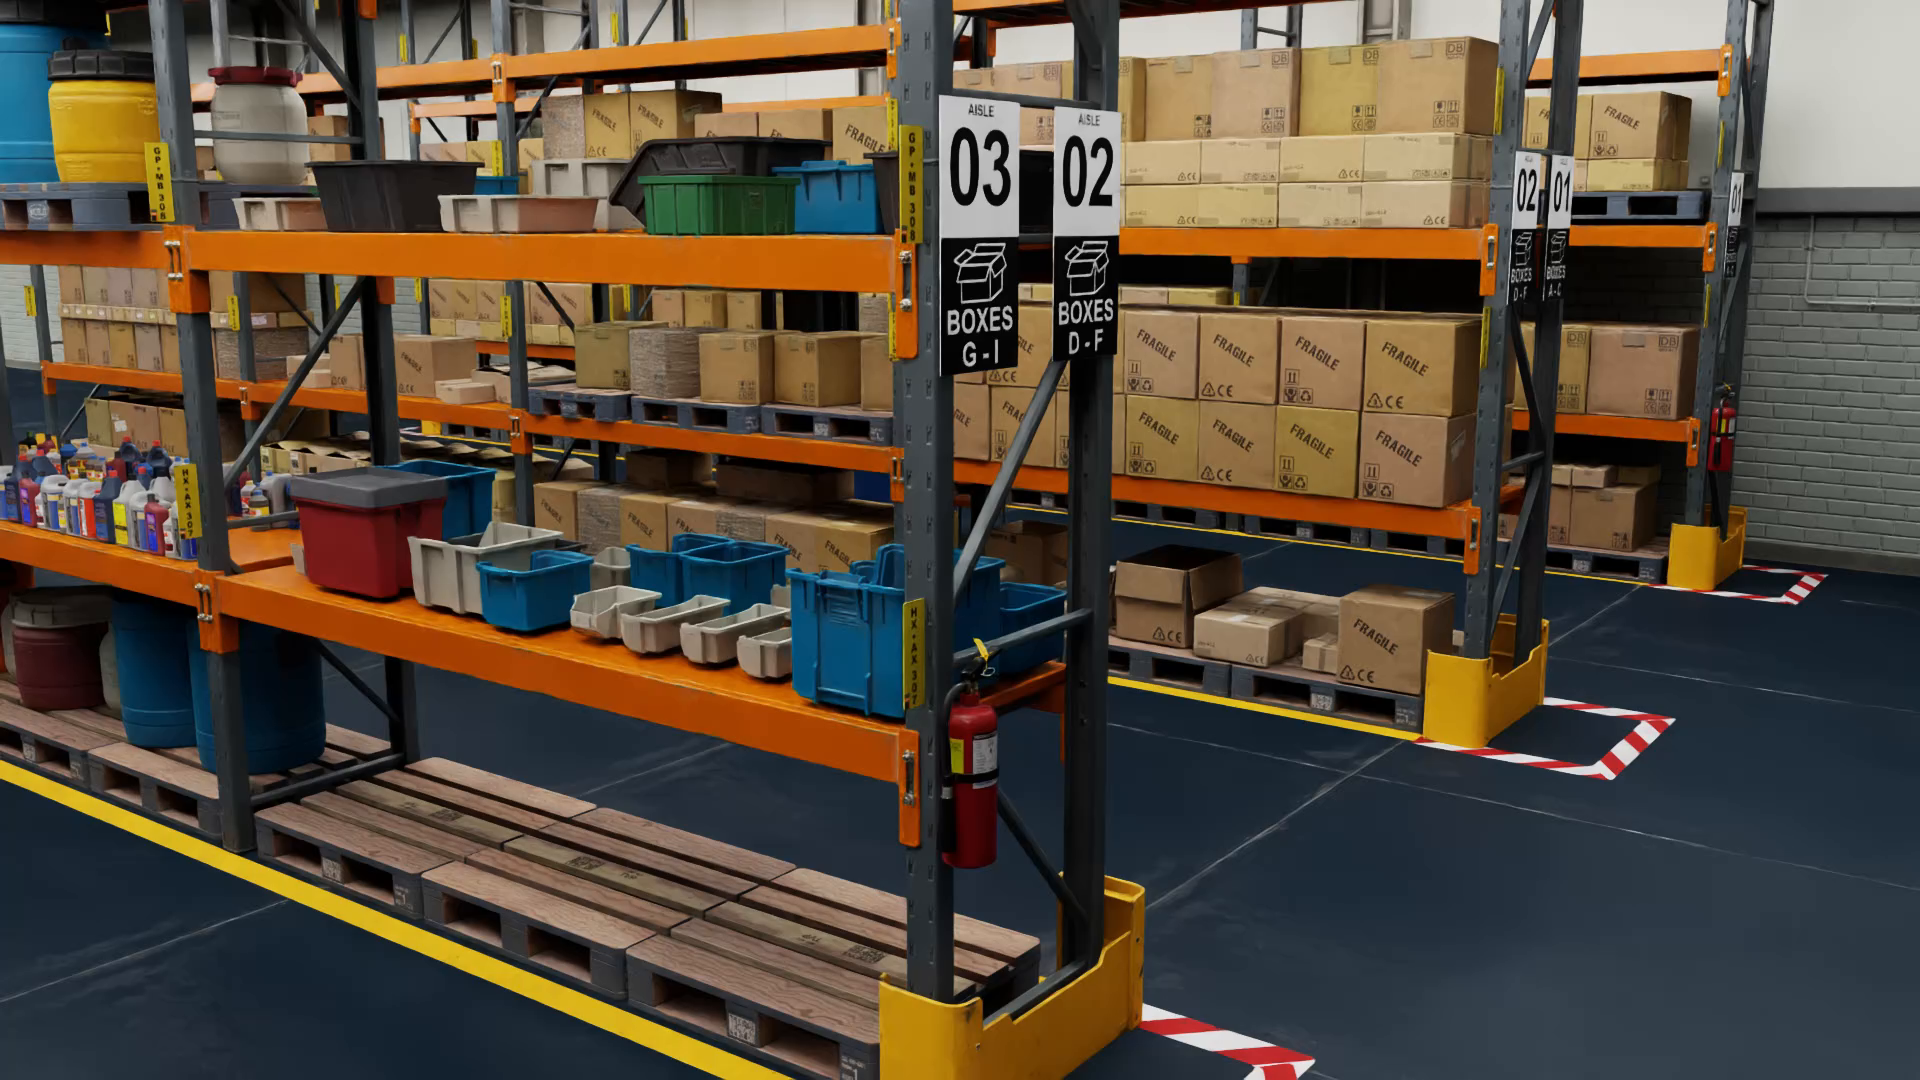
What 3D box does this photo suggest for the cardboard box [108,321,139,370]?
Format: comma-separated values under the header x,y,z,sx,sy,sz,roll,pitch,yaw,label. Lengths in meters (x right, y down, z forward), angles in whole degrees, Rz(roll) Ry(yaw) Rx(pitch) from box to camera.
x,y,z,sx,sy,sz,roll,pitch,yaw,label
-8.594,-2.103,17.737,0.500,0.500,0.700,8,14,36,cardboard box

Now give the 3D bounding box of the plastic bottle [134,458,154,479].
x,y,z,sx,sy,sz,roll,pitch,yaw,label
-4.449,-0.310,9.075,0.097,0.271,0.097,0,11,0,plastic bottle

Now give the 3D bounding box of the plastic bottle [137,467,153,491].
x,y,z,sx,sy,sz,roll,pitch,yaw,label
-4.047,-0.188,8.233,0.185,0.351,0.144,8,13,36,plastic bottle

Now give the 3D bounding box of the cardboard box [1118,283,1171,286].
x,y,z,sx,sy,sz,roll,pitch,yaw,label
1.766,-2.411,16.520,0.500,0.250,0.500,7,13,34,cardboard box

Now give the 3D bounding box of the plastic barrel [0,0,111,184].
x,y,z,sx,sy,sz,roll,pitch,yaw,label
-4.515,-2.209,8.230,0.708,0.901,0.600,8,13,36,plastic barrel

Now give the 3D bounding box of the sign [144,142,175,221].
x,y,z,sx,sy,sz,roll,pitch,yaw,label
-3.376,-1.509,7.012,0.005,0.325,0.100,8,13,36,sign

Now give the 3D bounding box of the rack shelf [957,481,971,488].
x,y,z,sx,sy,sz,roll,pitch,yaw,label
0.133,-0.504,14.832,0.480,0.148,0.258,8,13,36,rack shelf

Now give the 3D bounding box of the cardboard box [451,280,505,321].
x,y,z,sx,sy,sz,roll,pitch,yaw,label
-6.257,-3.129,21.676,0.500,0.500,0.500,8,14,36,cardboard box

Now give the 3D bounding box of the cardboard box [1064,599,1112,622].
x,y,z,sx,sy,sz,roll,pitch,yaw,label
0.800,0.477,10.967,0.250,0.166,0.380,8,13,36,cardboard box

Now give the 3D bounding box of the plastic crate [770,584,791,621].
x,y,z,sx,sy,sz,roll,pitch,yaw,label
-0.585,0.231,6.477,0.298,0.136,0.250,8,13,36,plastic crate

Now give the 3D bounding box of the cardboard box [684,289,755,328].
x,y,z,sx,sy,sz,roll,pitch,yaw,label
-2.796,-2.671,19.516,0.500,0.500,0.700,10,15,41,cardboard box

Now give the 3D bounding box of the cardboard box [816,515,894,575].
x,y,z,sx,sy,sz,roll,pitch,yaw,label
-0.681,0.126,11.905,0.500,0.500,0.500,8,13,35,cardboard box

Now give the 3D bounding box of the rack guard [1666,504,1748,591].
x,y,z,sx,sy,sz,roll,pitch,yaw,label
6.059,0.047,13.470,0.348,0.500,1.175,8,13,36,rack guard

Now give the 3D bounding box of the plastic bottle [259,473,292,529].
x,y,z,sx,sy,sz,roll,pitch,yaw,label
-3.491,-0.207,8.527,0.135,0.276,0.152,8,13,36,plastic bottle

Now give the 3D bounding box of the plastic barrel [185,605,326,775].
x,y,z,sx,sy,sz,roll,pitch,yaw,label
-3.477,0.644,8.221,0.708,0.901,0.600,8,13,36,plastic barrel

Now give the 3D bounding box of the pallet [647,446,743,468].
x,y,z,sx,sy,sz,roll,pitch,yaw,label
-3.004,-1.076,20.034,1.213,0.211,1.003,8,13,36,pallet

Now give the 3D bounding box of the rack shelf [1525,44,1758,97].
x,y,z,sx,sy,sz,roll,pitch,yaw,label
4.428,-3.804,13.946,4.000,0.370,1.077,8,13,36,rack shelf

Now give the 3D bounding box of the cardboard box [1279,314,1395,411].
x,y,z,sx,sy,sz,roll,pitch,yaw,label
2.181,-1.029,9.554,0.500,0.500,0.500,8,14,37,cardboard box

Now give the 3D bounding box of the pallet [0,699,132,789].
x,y,z,sx,sy,sz,roll,pitch,yaw,label
-4.633,1.023,9.186,1.213,0.211,1.003,8,13,36,pallet

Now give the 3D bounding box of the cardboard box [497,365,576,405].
x,y,z,sx,sy,sz,roll,pitch,yaw,label
-3.605,-1.327,14.228,0.500,0.311,0.500,9,14,39,cardboard box

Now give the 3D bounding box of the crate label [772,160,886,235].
x,y,z,sx,sy,sz,roll,pitch,yaw,label
-0.377,-1.219,5.928,0.502,0.251,0.408,8,13,36,crate label

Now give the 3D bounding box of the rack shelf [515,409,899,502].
x,y,z,sx,sy,sz,roll,pitch,yaw,label
-1.725,-0.745,12.880,4.000,0.370,1.077,8,13,36,rack shelf

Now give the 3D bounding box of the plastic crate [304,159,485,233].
x,y,z,sx,sy,sz,roll,pitch,yaw,label
-2.209,-1.343,6.520,0.590,0.269,0.497,8,13,36,plastic crate

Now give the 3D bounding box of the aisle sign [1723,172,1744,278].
x,y,z,sx,sy,sz,roll,pitch,yaw,label
5.920,-2.405,12.721,0.004,0.787,0.394,8,13,36,aisle sign

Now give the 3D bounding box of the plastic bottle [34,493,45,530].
x,y,z,sx,sy,sz,roll,pitch,yaw,label
-4.663,-0.161,8.488,0.097,0.201,0.097,0,11,0,plastic bottle

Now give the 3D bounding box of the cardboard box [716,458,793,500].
x,y,z,sx,sy,sz,roll,pitch,yaw,label
-1.570,-0.491,13.120,0.500,0.250,0.500,8,13,34,cardboard box

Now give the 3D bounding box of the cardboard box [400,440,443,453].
x,y,z,sx,sy,sz,roll,pitch,yaw,label
-5.241,-0.789,15.869,0.500,0.311,0.500,8,13,35,cardboard box

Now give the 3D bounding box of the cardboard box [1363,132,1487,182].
x,y,z,sx,sy,sz,roll,pitch,yaw,label
2.546,-2.087,9.103,0.500,0.250,0.500,8,13,36,cardboard box

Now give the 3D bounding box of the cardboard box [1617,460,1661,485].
x,y,z,sx,sy,sz,roll,pitch,yaw,label
5.635,-0.560,13.796,0.250,0.149,0.380,8,14,36,cardboard box

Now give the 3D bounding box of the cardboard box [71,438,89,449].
x,y,z,sx,sy,sz,roll,pitch,yaw,label
-9.485,-0.985,18.357,0.500,0.250,0.500,8,13,36,cardboard box

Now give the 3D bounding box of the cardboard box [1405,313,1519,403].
x,y,z,sx,sy,sz,roll,pitch,yaw,label
2.909,-1.054,9.687,0.500,0.500,0.500,8,14,37,cardboard box

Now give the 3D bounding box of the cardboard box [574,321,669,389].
x,y,z,sx,sy,sz,roll,pitch,yaw,label
-2.763,-1.525,13.648,0.500,0.500,0.700,3,11,17,cardboard box

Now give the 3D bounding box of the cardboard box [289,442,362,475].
x,y,z,sx,sy,sz,roll,pitch,yaw,label
-5.975,-0.763,15.734,0.500,0.311,0.500,8,13,35,cardboard box

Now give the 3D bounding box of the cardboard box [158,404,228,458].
x,y,z,sx,sy,sz,roll,pitch,yaw,label
-7.866,-1.130,17.132,0.500,0.500,0.500,8,13,36,cardboard box

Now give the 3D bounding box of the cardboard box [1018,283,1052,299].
x,y,z,sx,sy,sz,roll,pitch,yaw,label
0.644,-2.449,16.718,0.500,0.250,0.500,8,14,36,cardboard box

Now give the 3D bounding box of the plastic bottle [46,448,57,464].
x,y,z,sx,sy,sz,roll,pitch,yaw,label
-5.426,-0.446,9.962,0.097,0.201,0.097,0,11,0,plastic bottle

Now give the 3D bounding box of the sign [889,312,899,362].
x,y,z,sx,sy,sz,roll,pitch,yaw,label
-0.439,-1.357,11.098,0.005,0.325,0.100,8,13,36,sign

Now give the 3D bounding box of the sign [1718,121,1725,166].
x,y,z,sx,sy,sz,roll,pitch,yaw,label
5.707,-2.970,12.464,0.005,0.325,0.100,8,13,36,sign

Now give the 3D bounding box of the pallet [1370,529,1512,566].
x,y,z,sx,sy,sz,roll,pitch,yaw,label
4.370,-0.029,14.624,1.213,0.211,1.003,8,13,36,pallet

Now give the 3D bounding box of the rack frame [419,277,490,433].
x,y,z,sx,sy,sz,roll,pitch,yaw,label
-6.856,-2.982,22.545,0.127,3.000,1.000,8,13,36,rack frame

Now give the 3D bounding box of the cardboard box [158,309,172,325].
x,y,z,sx,sy,sz,roll,pitch,yaw,label
-7.930,-2.282,16.955,0.250,0.149,0.380,8,14,37,cardboard box

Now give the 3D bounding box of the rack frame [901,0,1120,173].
x,y,z,sx,sy,sz,roll,pitch,yaw,label
0.176,-2.612,4.837,0.127,3.000,1.000,8,13,36,rack frame

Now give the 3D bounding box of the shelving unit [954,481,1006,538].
x,y,z,sx,sy,sz,roll,pitch,yaw,label
0.133,-0.570,14.820,0.503,1.200,0.258,8,13,36,shelving unit

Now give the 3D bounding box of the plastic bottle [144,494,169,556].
x,y,z,sx,sy,sz,roll,pitch,yaw,label
-3.771,-0.073,7.814,0.133,0.283,0.061,8,13,36,plastic bottle

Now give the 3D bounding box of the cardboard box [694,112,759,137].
x,y,z,sx,sy,sz,roll,pitch,yaw,label
-1.553,-2.868,12.429,0.600,0.600,0.600,7,13,33,cardboard box

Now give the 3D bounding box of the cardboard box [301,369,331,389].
x,y,z,sx,sy,sz,roll,pitch,yaw,label
-5.968,-1.519,15.646,0.250,0.149,0.380,8,13,36,cardboard box

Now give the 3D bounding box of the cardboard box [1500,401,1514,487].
x,y,z,sx,sy,sz,roll,pitch,yaw,label
2.909,-0.563,9.782,0.500,0.500,0.500,8,14,37,cardboard box

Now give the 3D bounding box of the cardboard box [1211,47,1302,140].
x,y,z,sx,sy,sz,roll,pitch,yaw,label
1.868,-2.601,9.784,0.500,0.500,0.700,8,13,36,cardboard box

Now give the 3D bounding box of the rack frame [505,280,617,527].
x,y,z,sx,sy,sz,roll,pitch,yaw,label
-3.337,-1.324,13.974,0.127,3.000,1.000,8,13,36,rack frame

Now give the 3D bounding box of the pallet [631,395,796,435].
x,y,z,sx,sy,sz,roll,pitch,yaw,label
-1.767,-1.011,12.866,1.213,0.211,1.003,8,13,36,pallet

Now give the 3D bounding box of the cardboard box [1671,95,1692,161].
x,y,z,sx,sy,sz,roll,pitch,yaw,label
5.594,-3.324,13.471,0.500,0.500,0.500,7,13,33,cardboard box

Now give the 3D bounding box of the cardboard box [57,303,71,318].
x,y,z,sx,sy,sz,roll,pitch,yaw,label
-9.597,-2.513,18.153,0.250,0.149,0.380,8,13,35,cardboard box

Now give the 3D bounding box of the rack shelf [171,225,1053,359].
x,y,z,sx,sy,sz,roll,pitch,yaw,label
-1.436,-1.011,6.353,4.000,0.370,1.077,8,13,36,rack shelf

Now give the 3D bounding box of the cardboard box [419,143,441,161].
x,y,z,sx,sy,sz,roll,pitch,yaw,label
-6.690,-4.924,21.738,0.500,0.500,0.500,7,13,31,cardboard box

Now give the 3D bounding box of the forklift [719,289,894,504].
x,y,z,sx,sy,sz,roll,pitch,yaw,label
-1.747,-1.572,15.440,3.031,2.935,1.130,4,12,21,forklift

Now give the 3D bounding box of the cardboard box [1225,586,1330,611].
x,y,z,sx,sy,sz,roll,pitch,yaw,label
2.034,0.493,10.666,0.500,0.250,0.500,8,13,36,cardboard box
